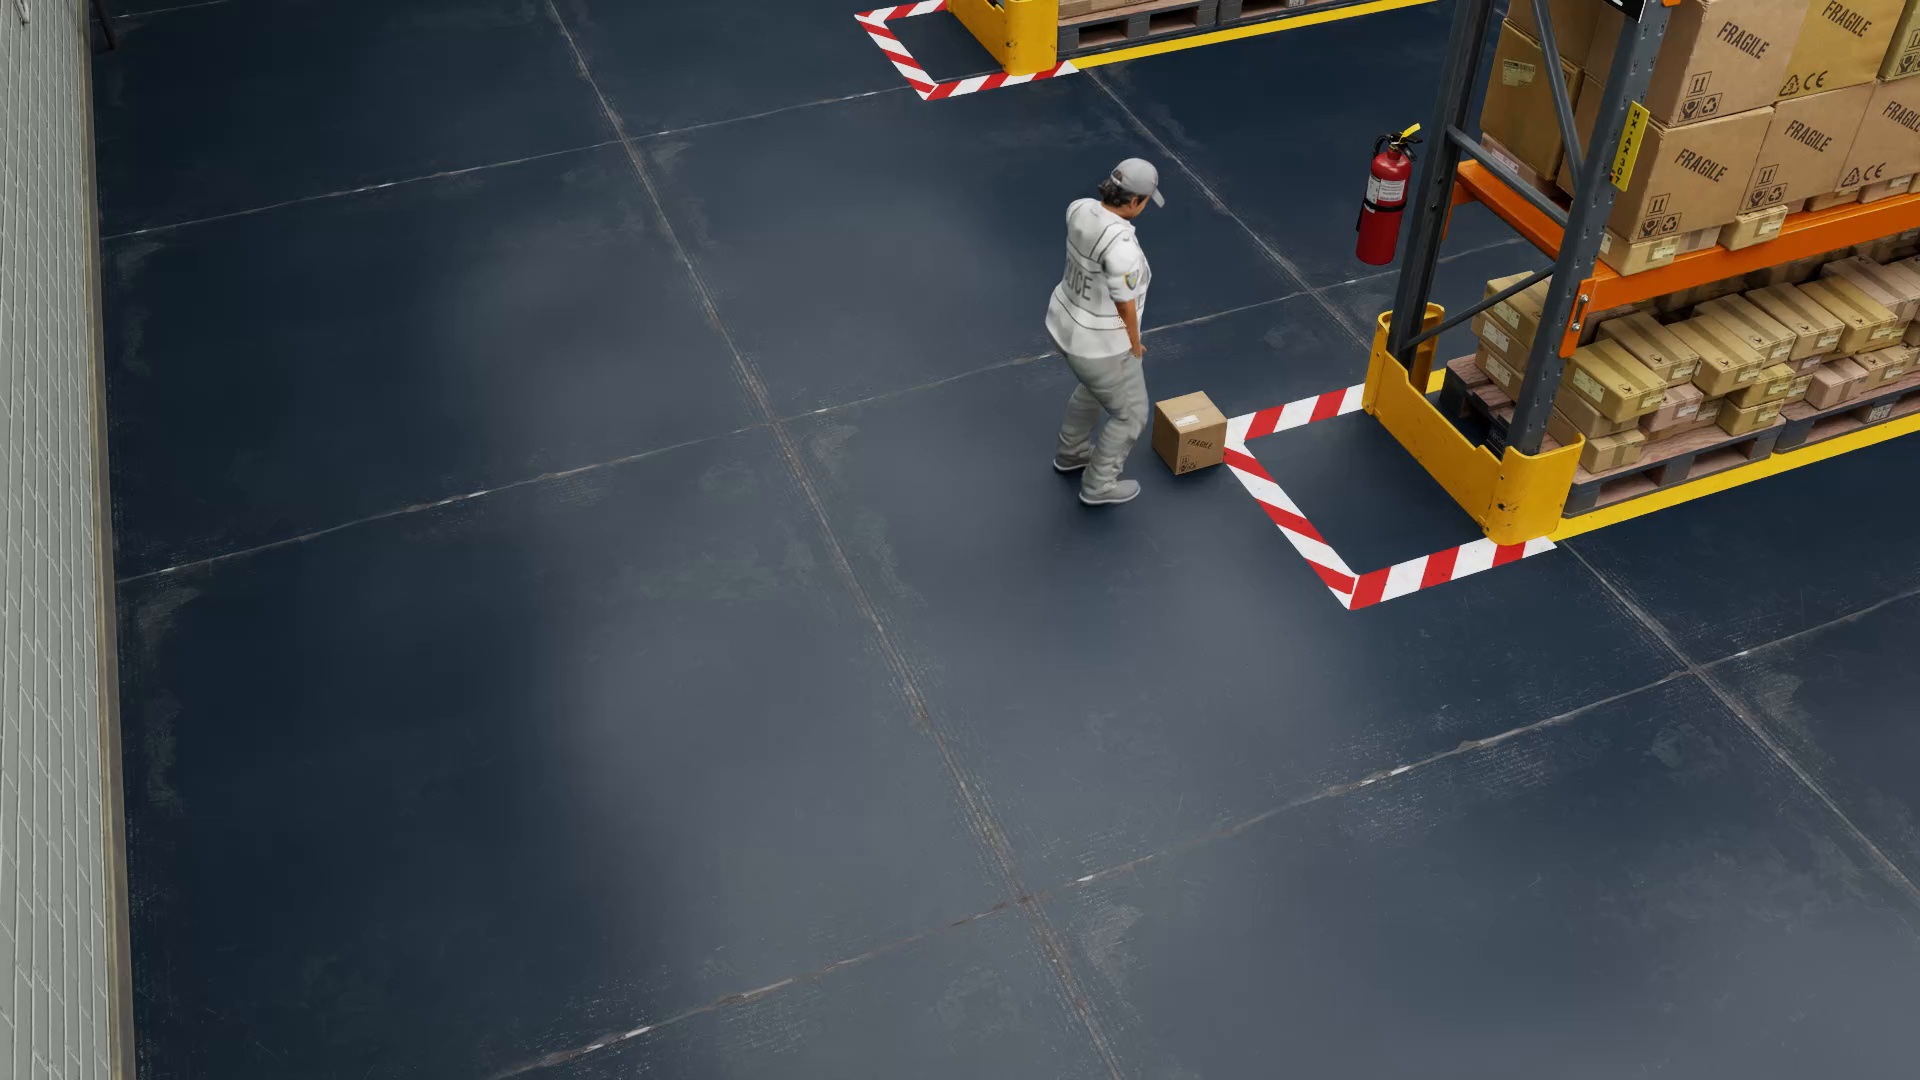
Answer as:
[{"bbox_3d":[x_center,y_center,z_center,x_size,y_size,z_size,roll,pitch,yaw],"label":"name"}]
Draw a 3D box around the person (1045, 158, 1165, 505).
[{"bbox_3d":[0.630,-0.901,7.204,0.453,1.621,0.496,-14,44,-15],"label":"person"}]
